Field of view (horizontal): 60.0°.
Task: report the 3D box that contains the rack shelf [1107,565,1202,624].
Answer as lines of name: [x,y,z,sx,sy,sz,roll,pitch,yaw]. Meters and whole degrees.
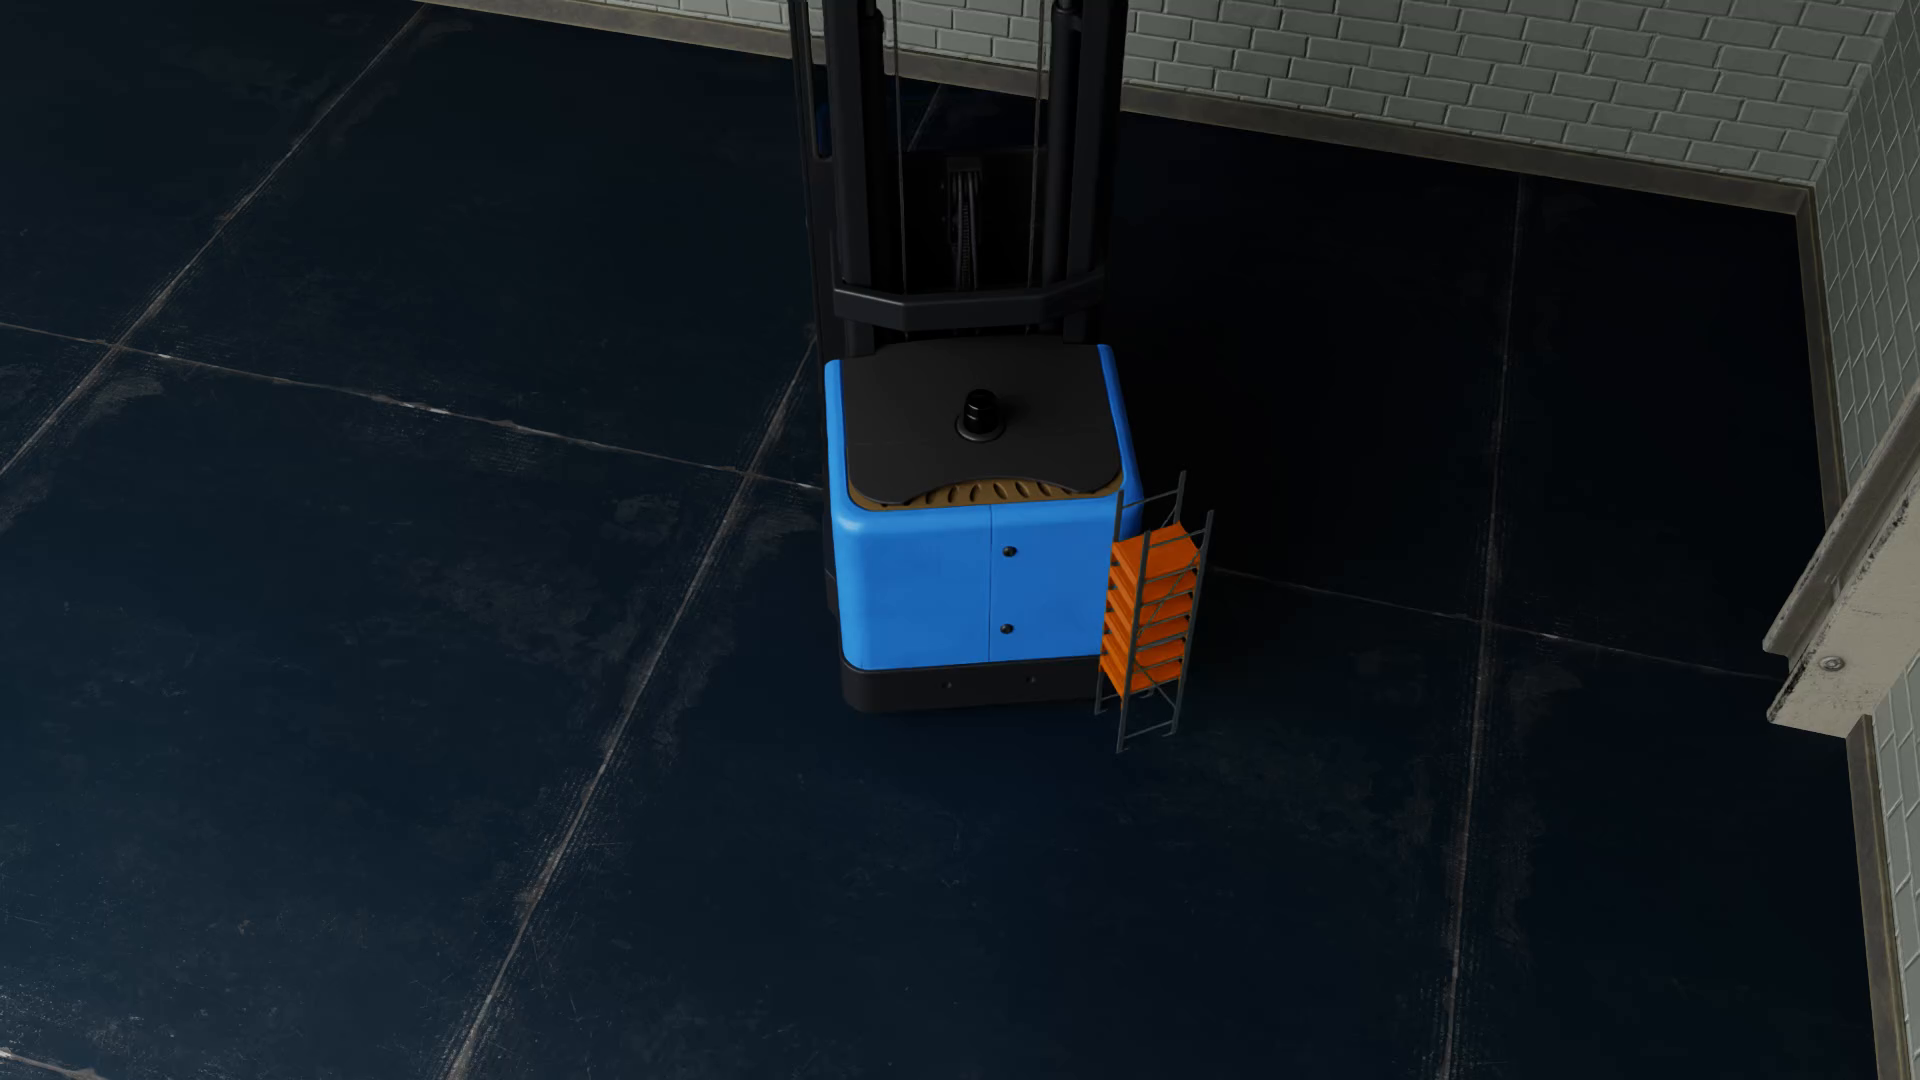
rack shelf: [0.640,0.145,5.479,0.258,0.103,0.180,-17,51,-15]

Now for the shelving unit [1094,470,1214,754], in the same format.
shelving unit: [0.640,0.274,5.626,0.258,1.200,0.189,-17,51,-15]

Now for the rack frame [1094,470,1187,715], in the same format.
rack frame: [0.605,0.211,5.682,0.240,1.200,0.006,-17,51,-15]

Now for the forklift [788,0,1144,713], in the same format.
forklift: [-0.027,-1.454,5.997,1.130,2.935,3.031,-4,49,-3]

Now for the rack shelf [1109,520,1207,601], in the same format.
rack shelf: [0.640,0.066,5.389,0.258,0.103,0.180,-17,51,-15]

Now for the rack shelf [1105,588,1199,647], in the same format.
rack shelf: [0.640,0.224,5.570,0.258,0.103,0.180,-17,51,-15]

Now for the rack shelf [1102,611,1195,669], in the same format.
rack shelf: [0.640,0.304,5.660,0.258,0.103,0.180,-17,51,-15]

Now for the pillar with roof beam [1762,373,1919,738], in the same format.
pillar with roof beam: [-0.999,-3.275,3.557,9.100,9.000,0.400,12,50,10]

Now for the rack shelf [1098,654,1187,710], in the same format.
rack shelf: [0.640,0.462,5.840,0.258,0.103,0.180,-17,51,-15]

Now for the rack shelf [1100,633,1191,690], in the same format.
rack shelf: [0.640,0.383,5.750,0.258,0.103,0.180,-17,51,-15]

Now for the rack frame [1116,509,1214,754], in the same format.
rack frame: [0.675,0.338,5.570,0.240,1.200,0.006,-17,51,-15]
